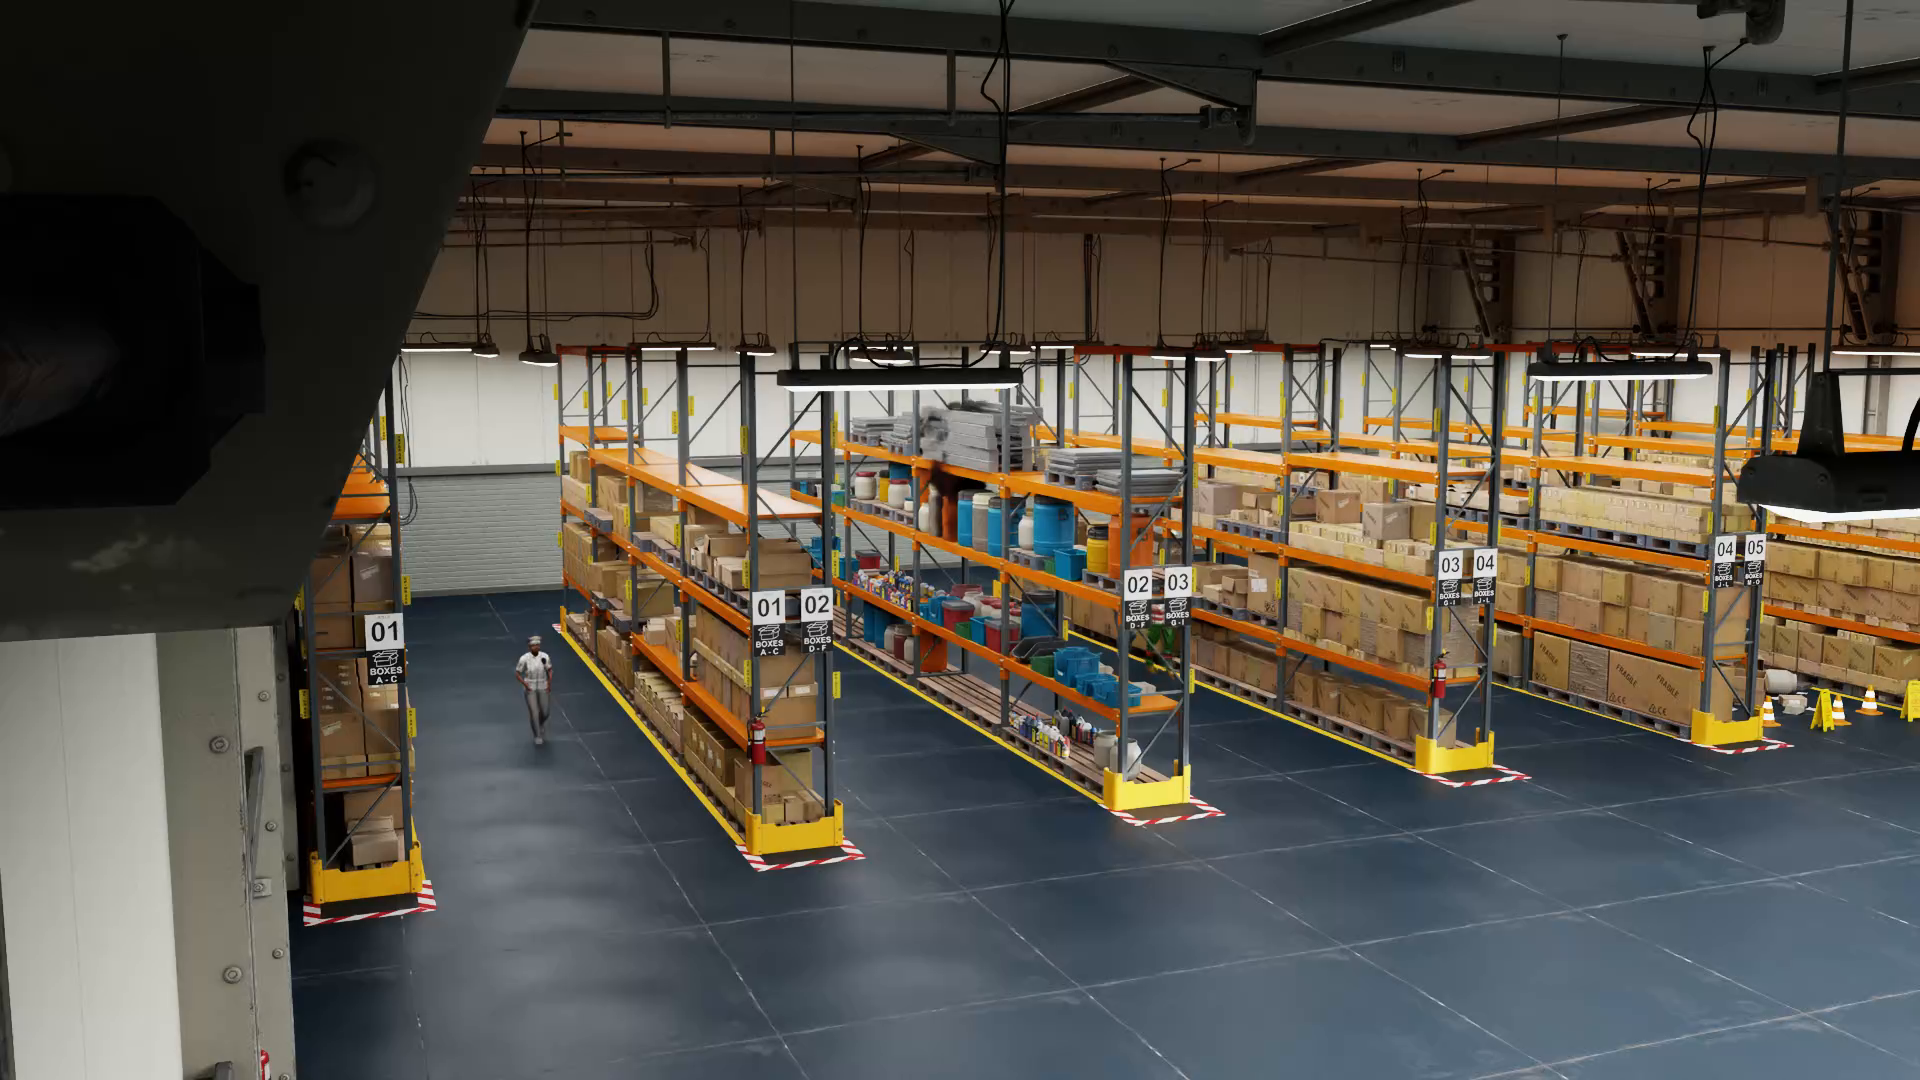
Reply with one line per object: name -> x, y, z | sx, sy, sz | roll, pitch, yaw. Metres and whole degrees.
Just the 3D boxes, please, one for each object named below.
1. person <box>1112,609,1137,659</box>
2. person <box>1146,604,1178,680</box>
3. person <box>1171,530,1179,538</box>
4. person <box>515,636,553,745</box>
person -> 3.007, 1.347, 30.265 | 0.674, 1.754, 0.536 | -3, 8, -20
person -> 3.500, 1.466, 28.855 | 0.636, 1.837, 0.789 | -4, 8, -26
person -> 4.881, 0.661, 37.833 | 0.673, 1.775, 0.937 | -3, 8, -22
person -> -6.526, 2.283, 25.521 | 0.584, 1.667, 0.557 | -3, 8, -25
